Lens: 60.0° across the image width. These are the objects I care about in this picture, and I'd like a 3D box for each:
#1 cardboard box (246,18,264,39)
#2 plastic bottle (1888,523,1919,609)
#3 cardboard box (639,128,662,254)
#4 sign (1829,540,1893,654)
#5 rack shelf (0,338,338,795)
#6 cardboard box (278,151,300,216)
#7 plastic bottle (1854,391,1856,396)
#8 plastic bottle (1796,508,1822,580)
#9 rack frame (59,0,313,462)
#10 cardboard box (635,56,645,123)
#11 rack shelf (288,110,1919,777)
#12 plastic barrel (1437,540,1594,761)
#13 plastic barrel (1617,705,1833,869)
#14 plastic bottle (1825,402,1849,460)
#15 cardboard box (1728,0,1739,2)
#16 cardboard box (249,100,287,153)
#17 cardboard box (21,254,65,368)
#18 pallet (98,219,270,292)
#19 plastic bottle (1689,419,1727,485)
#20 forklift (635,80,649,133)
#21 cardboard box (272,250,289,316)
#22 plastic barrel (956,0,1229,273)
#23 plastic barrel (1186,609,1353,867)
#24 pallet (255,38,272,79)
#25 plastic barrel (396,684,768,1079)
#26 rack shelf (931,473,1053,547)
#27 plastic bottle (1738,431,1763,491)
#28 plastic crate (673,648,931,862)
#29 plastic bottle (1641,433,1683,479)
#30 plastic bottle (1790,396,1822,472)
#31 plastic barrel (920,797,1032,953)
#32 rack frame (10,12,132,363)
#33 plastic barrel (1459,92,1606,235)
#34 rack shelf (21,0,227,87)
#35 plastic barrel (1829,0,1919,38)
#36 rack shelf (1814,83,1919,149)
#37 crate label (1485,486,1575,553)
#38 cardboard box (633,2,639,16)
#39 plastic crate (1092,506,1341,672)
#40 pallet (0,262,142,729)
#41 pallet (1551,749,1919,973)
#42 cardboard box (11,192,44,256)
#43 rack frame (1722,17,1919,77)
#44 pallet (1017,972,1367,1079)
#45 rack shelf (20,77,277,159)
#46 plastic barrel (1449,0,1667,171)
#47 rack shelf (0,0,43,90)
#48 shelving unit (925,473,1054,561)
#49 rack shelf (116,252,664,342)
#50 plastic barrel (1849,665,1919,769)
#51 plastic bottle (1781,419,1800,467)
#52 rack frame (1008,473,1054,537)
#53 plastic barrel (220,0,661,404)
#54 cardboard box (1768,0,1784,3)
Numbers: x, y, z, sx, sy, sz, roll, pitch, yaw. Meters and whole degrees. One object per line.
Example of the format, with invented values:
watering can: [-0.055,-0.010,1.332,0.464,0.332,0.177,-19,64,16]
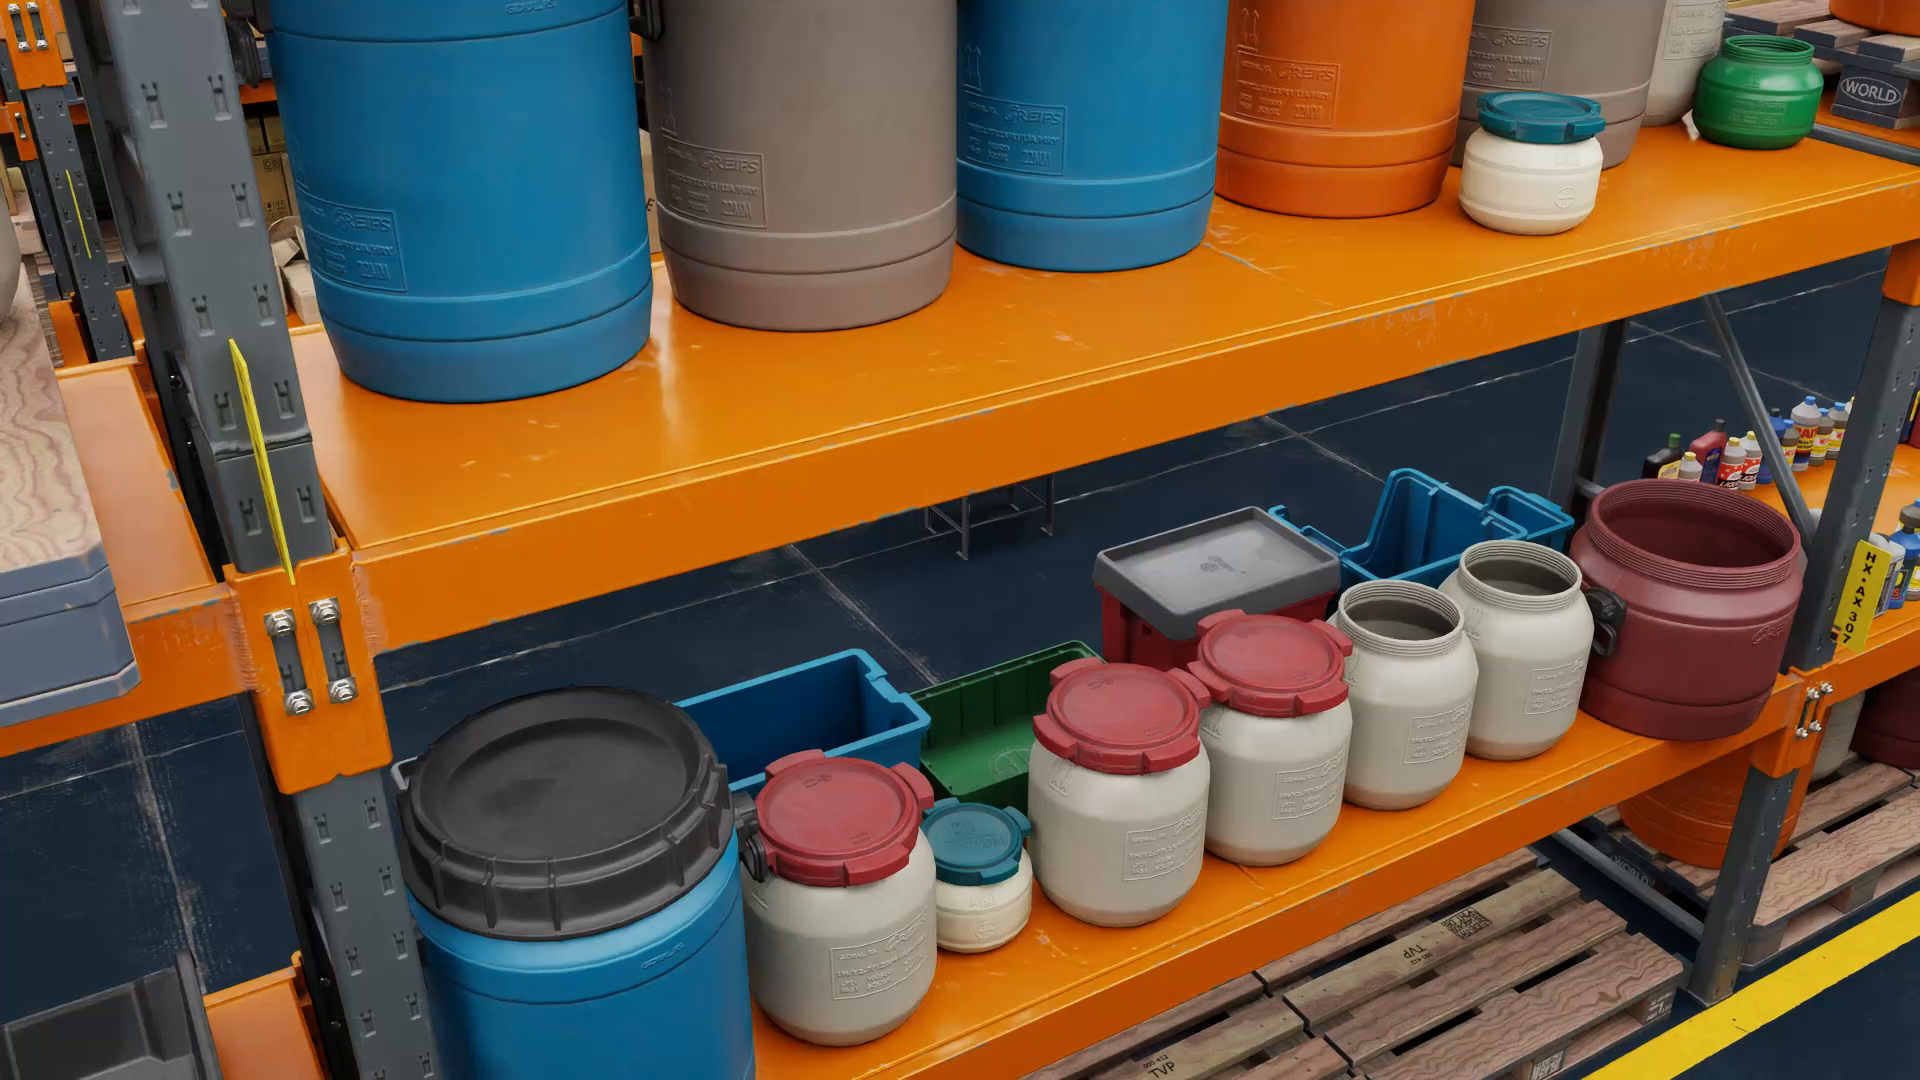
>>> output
cardboard box: [-4.723,-3.797,11.467,0.500,0.500,0.700,-11,31,-20]
plastic bottle: [2.902,0.074,5.145,0.097,0.271,0.097,0,29,0]
cardboard box: [-1.694,-1.685,8.095,0.500,0.500,0.500,-18,34,-29]
sign: [2.536,0.162,4.684,0.005,0.325,0.100,-16,33,-26]
rack shelf: [-2.922,0.476,1.923,4.000,0.370,1.077,-16,33,-26]
cardboard box: [-4.710,-2.683,12.139,0.500,0.500,0.700,-15,32,-26]
plastic bottle: [3.369,-0.500,6.172,0.133,0.283,0.061,-16,33,-26]
plastic bottle: [2.711,0.025,5.228,0.135,0.276,0.152,-16,33,-26]
rack frame: [-1.198,-1.642,1.912,0.127,3.000,1.000,-16,33,-26]
cardboard box: [-2.068,-3.489,13.259,0.750,0.750,0.750,-16,33,-27]
rack shelf: [0.527,-0.503,3.697,4.000,0.370,1.077,-16,33,-26]
plastic barrel: [1.472,0.297,4.491,0.421,0.512,0.421,0,29,0]
plastic barrel: [2.664,0.645,5.788,0.708,0.830,0.600,-16,33,-26]
plastic bottle: [3.195,-0.404,6.084,0.097,0.201,0.097,0,29,0]
cardboard box: [5.075,-3.897,11.068,0.500,0.500,0.500,-15,32,-25]
cardboard box: [-4.766,-2.994,11.927,0.500,0.250,0.500,-17,33,-28]
cardboard box: [-4.083,-1.012,6.876,0.500,0.500,0.700,-17,33,-28]
pallet: [-5.546,-2.113,11.860,1.213,0.211,1.003,-16,33,-26]
plastic bottle: [2.583,-0.277,5.767,0.133,0.283,0.061,-16,33,-26]
forklift: [-2.622,-3.032,10.711,1.130,2.935,3.031,8,30,14]
cardboard box: [-3.302,-1.153,7.389,0.500,0.250,0.500,-14,32,-23]
plastic barrel: [0.259,-1.083,3.485,0.708,0.901,0.600,-16,33,-26]
plastic barrel: [0.744,0.497,4.104,0.433,0.535,0.433,0,29,0]
pallet: [-4.454,-3.536,11.751,1.213,0.211,1.003,-16,33,-26]
plastic barrel: [-0.711,0.797,3.183,0.708,0.901,0.600,-16,33,-26]
rack shelf: [0.143,-0.335,8.161,0.480,0.518,0.431,-16,33,-26]
plastic bottle: [2.775,-0.285,5.868,0.097,0.201,0.097,0,29,0]
plastic crate: [-0.404,0.592,4.089,0.575,0.384,0.392,-16,33,-26]
plastic bottle: [2.384,-0.220,5.665,0.133,0.283,0.061,-16,33,-26]
plastic bottle: [3.027,-0.387,5.980,0.097,0.271,0.097,0,29,0]
plastic barrel: [0.021,0.785,3.866,0.301,0.262,0.301,0,29,0]
rack frame: [-3.704,-1.080,7.102,0.127,3.000,1.000,-16,33,-26]
plastic barrel: [1.273,-0.839,3.704,0.301,0.262,0.301,0,29,0]
rack shelf: [-1.980,-2.568,7.438,4.000,0.370,1.077,-16,33,-26]
plastic barrel: [2.742,-1.817,4.455,0.708,0.830,0.600,-16,33,-26]
rack shelf: [3.975,-1.482,5.472,4.000,0.370,1.077,-16,33,-26]
crate label: [1.698,0.026,5.272,0.416,0.233,0.303,-16,33,-26]
cardboard box: [-2.367,-4.004,12.641,0.250,0.149,0.380,-16,33,-27]
plastic crate: [0.703,0.246,4.634,0.583,0.464,0.402,-16,33,-26]
pallet: [-1.770,-0.029,2.288,1.003,0.211,1.213,-16,33,-26]
pallet: [2.910,1.016,6.190,1.213,0.211,1.003,-16,33,-26]
cardboard box: [-3.830,-1.252,6.639,0.250,0.149,0.380,-16,33,-26]
rack frame: [2.251,-2.621,3.686,0.127,3.000,1.000,-16,33,-26]
pallet: [0.513,1.697,4.957,1.213,0.211,1.003,-16,33,-26]
rack shelf: [-4.492,-3.317,11.900,4.000,0.370,1.077,-16,33,-26]
plastic barrel: [1.433,-1.417,4.089,0.600,0.901,0.600,0,29,0]
rack shelf: [-5.428,-1.588,5.664,4.000,0.370,1.077,-16,33,-26]
shelving unit: [0.143,-0.960,7.816,0.503,2.100,0.431,-16,33,-26]
rack shelf: [-1.980,-1.254,8.163,4.000,0.370,1.077,-16,33,-26]
plastic barrel: [3.638,0.474,6.347,0.708,0.588,0.600,-16,33,-26]
plastic bottle: [2.943,-0.333,5.954,0.097,0.201,0.097,0,29,0]
rack frame: [0.353,-1.020,7.924,0.015,2.100,0.400,-16,33,-26]
plastic barrel: [-0.869,-0.763,2.905,0.708,0.901,0.600,-16,33,-26]
cardboard box: [5.515,-3.590,11.546,0.500,0.500,0.500,-16,32,-26]
